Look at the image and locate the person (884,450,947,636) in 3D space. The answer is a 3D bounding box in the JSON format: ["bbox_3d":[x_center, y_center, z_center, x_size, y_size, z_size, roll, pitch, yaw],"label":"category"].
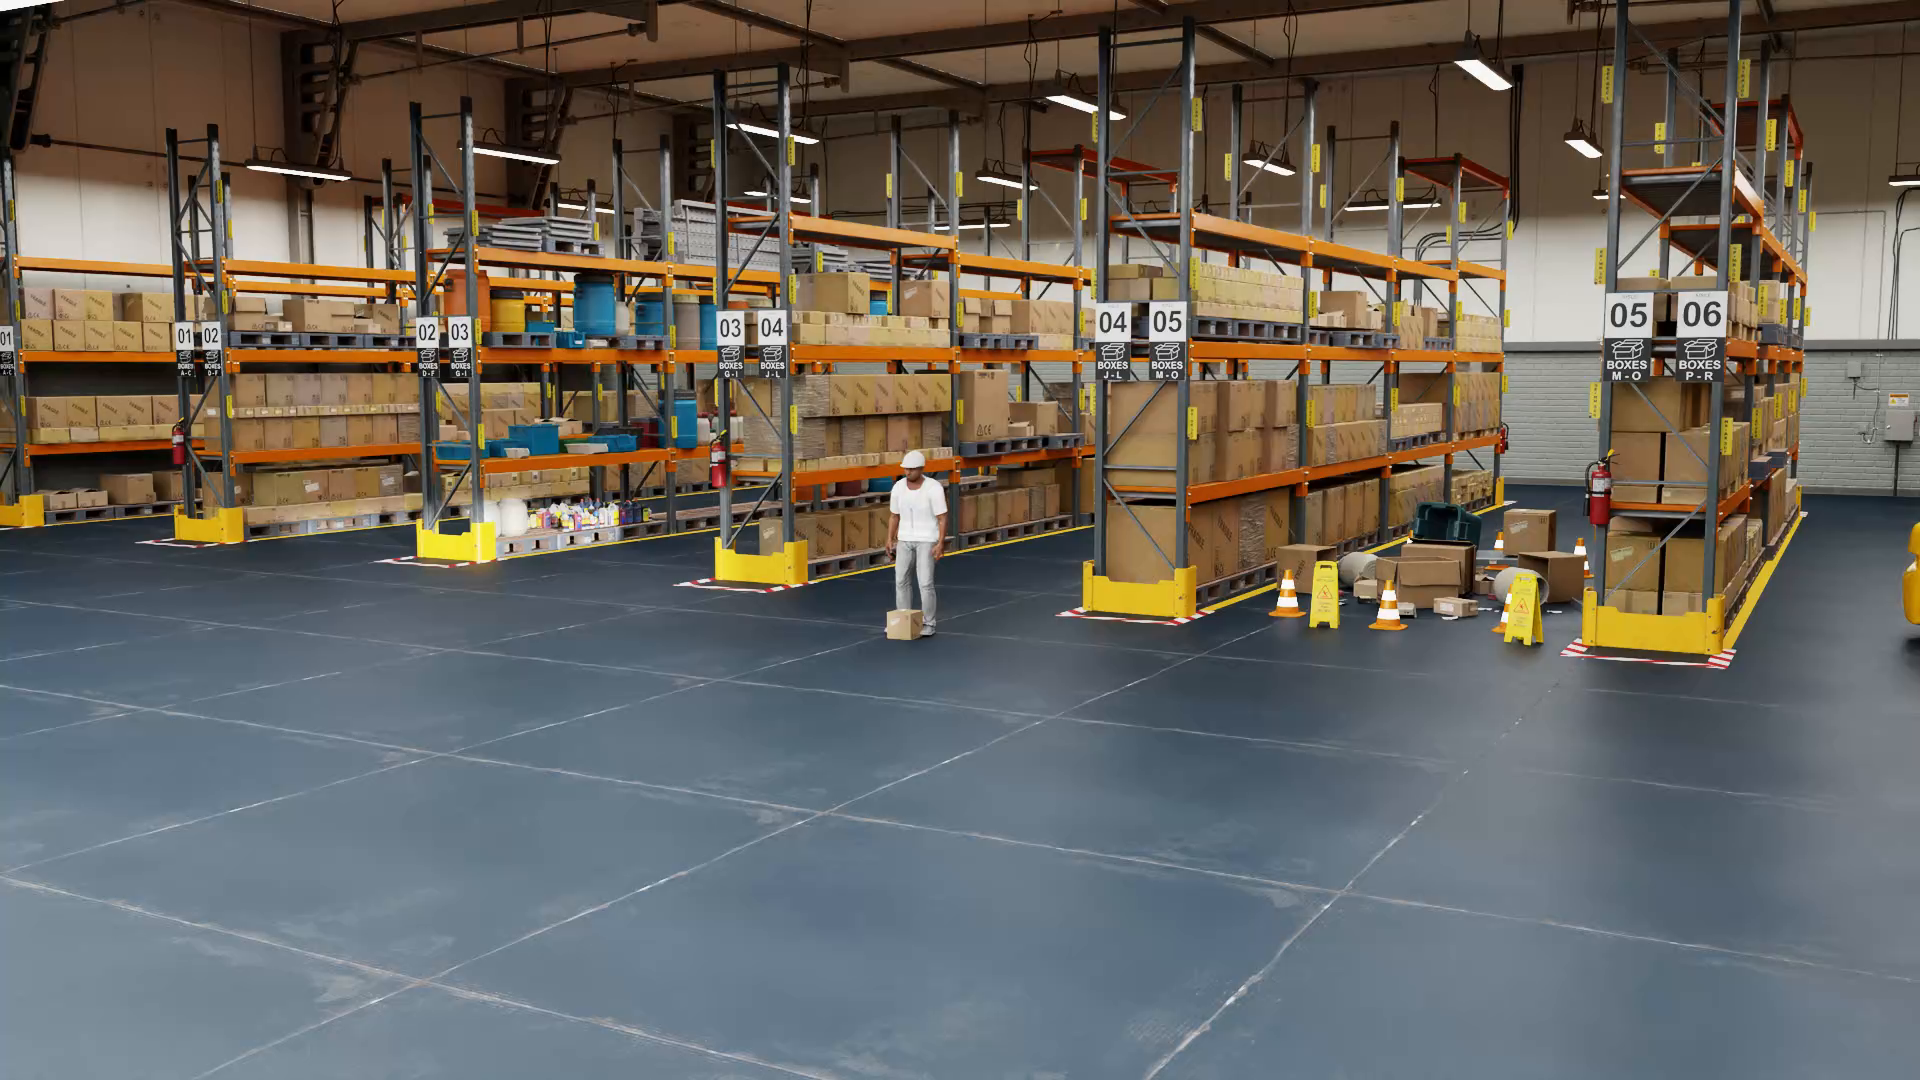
[{"bbox_3d":[-0.422,0.025,15.806,0.627,1.761,0.460,3,7,28],"label":"person"}]
